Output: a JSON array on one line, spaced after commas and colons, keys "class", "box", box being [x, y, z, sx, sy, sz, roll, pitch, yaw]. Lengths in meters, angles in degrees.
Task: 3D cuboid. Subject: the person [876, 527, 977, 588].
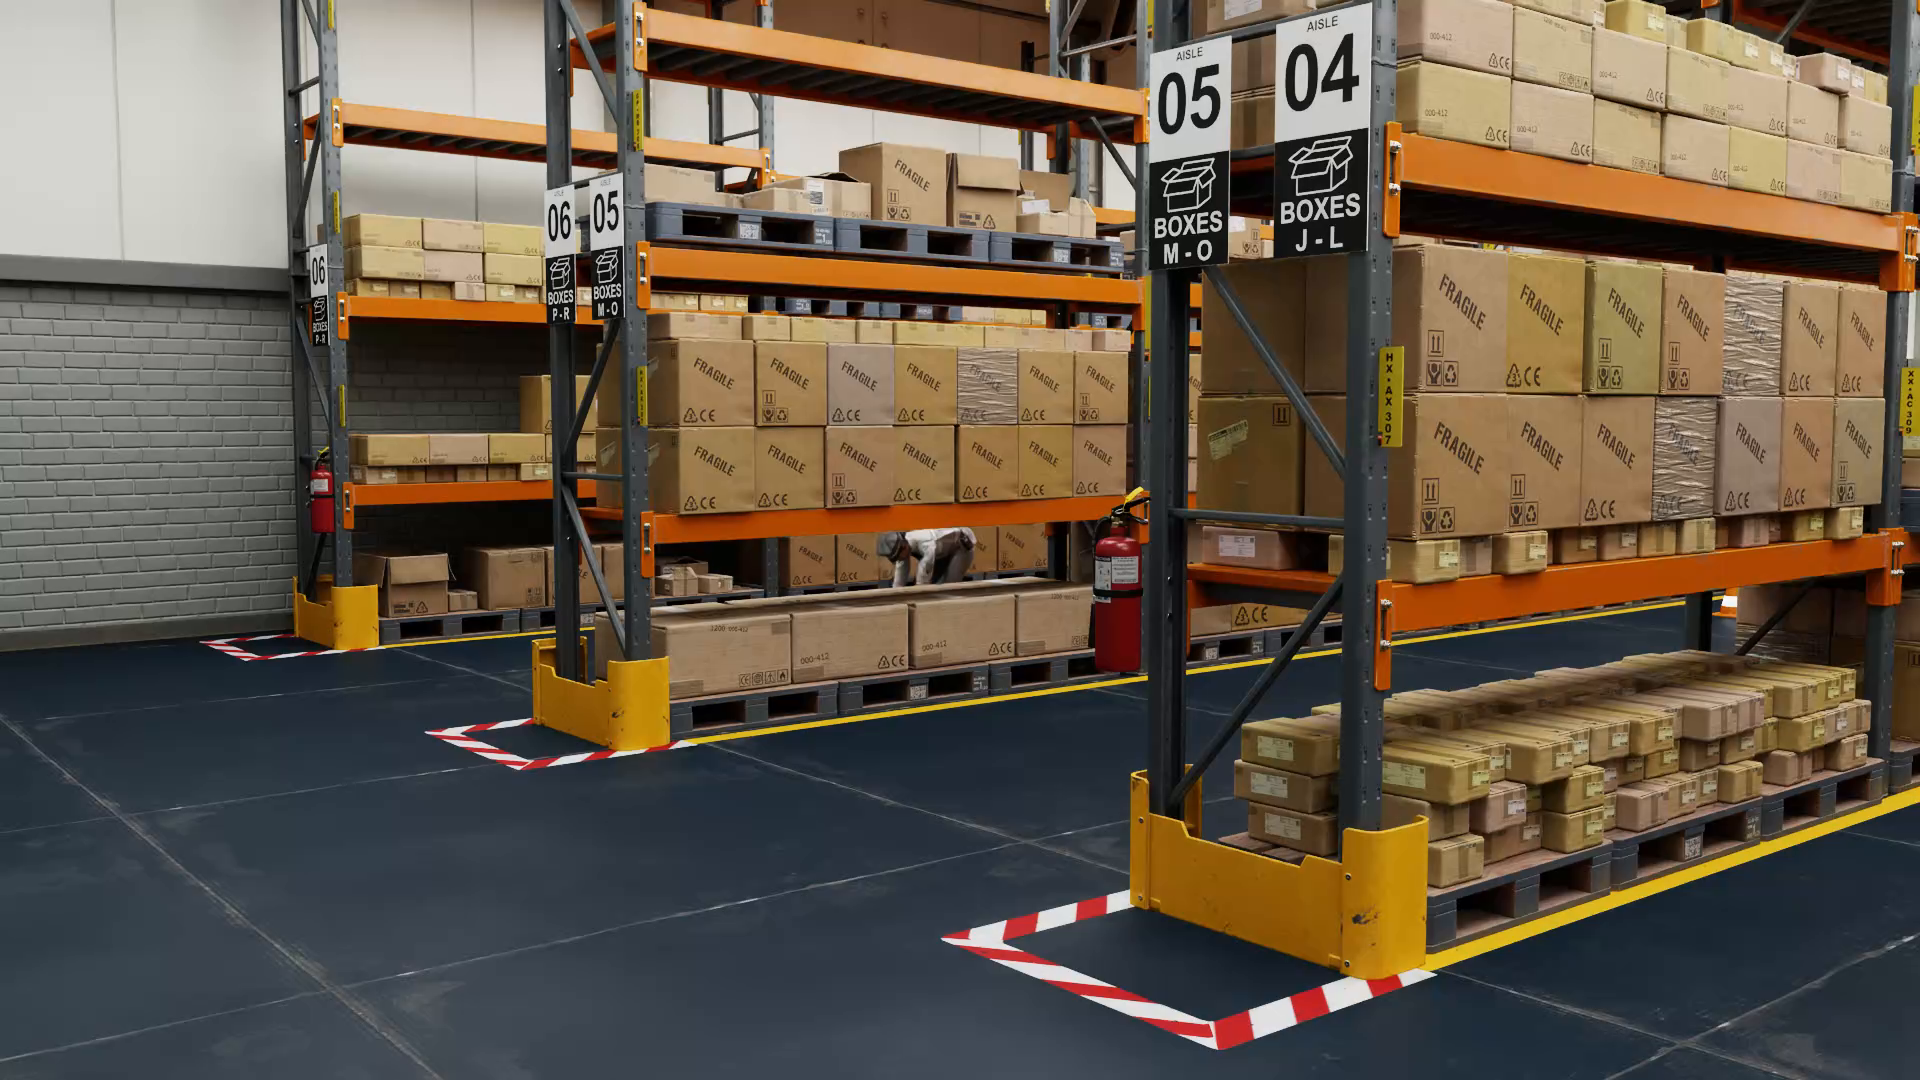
[{"class": "person", "box": [-0.271, 0.370, 13.195, 0.921, 1.014, 0.421, -4, 6, -42]}]
